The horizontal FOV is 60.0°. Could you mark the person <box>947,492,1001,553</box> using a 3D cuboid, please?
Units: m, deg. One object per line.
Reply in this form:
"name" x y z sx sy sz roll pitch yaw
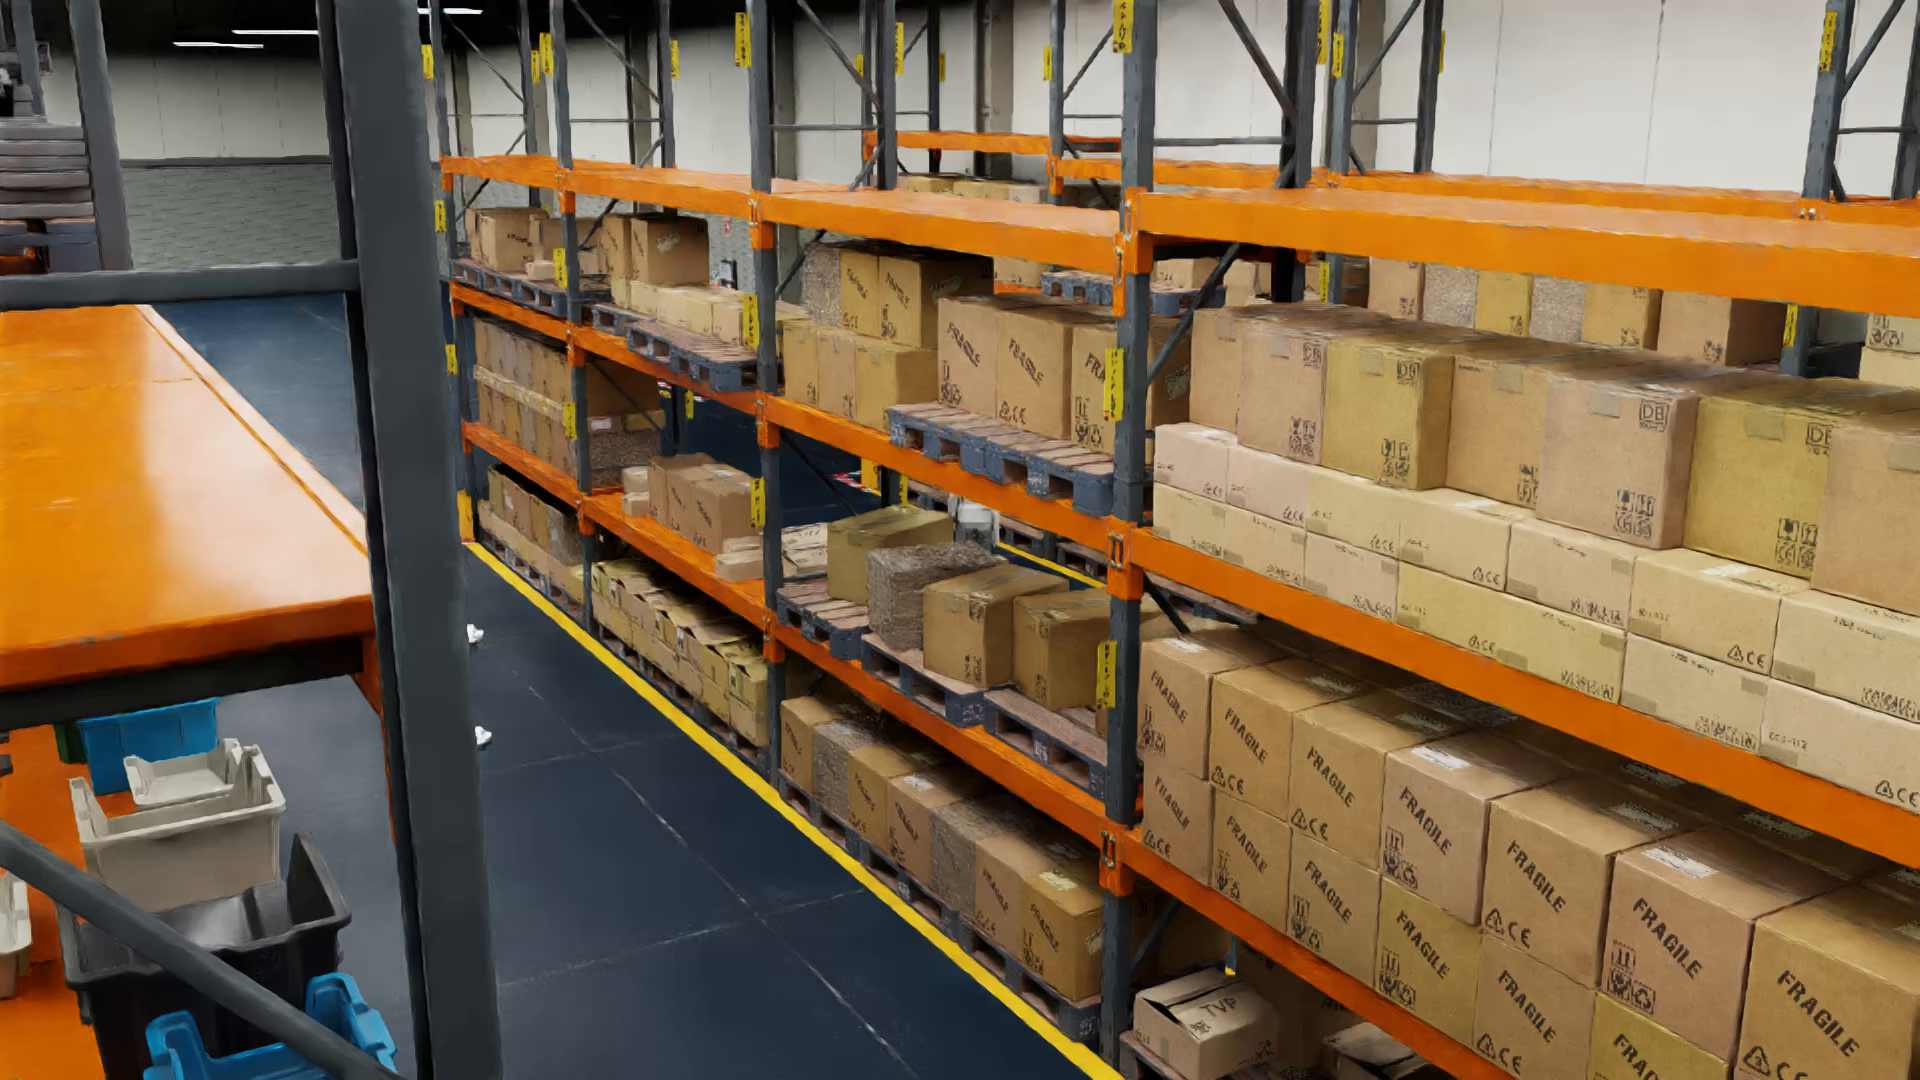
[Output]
"person" 0.097 -0.106 15.376 0.556 1.669 0.576 0 15 2
